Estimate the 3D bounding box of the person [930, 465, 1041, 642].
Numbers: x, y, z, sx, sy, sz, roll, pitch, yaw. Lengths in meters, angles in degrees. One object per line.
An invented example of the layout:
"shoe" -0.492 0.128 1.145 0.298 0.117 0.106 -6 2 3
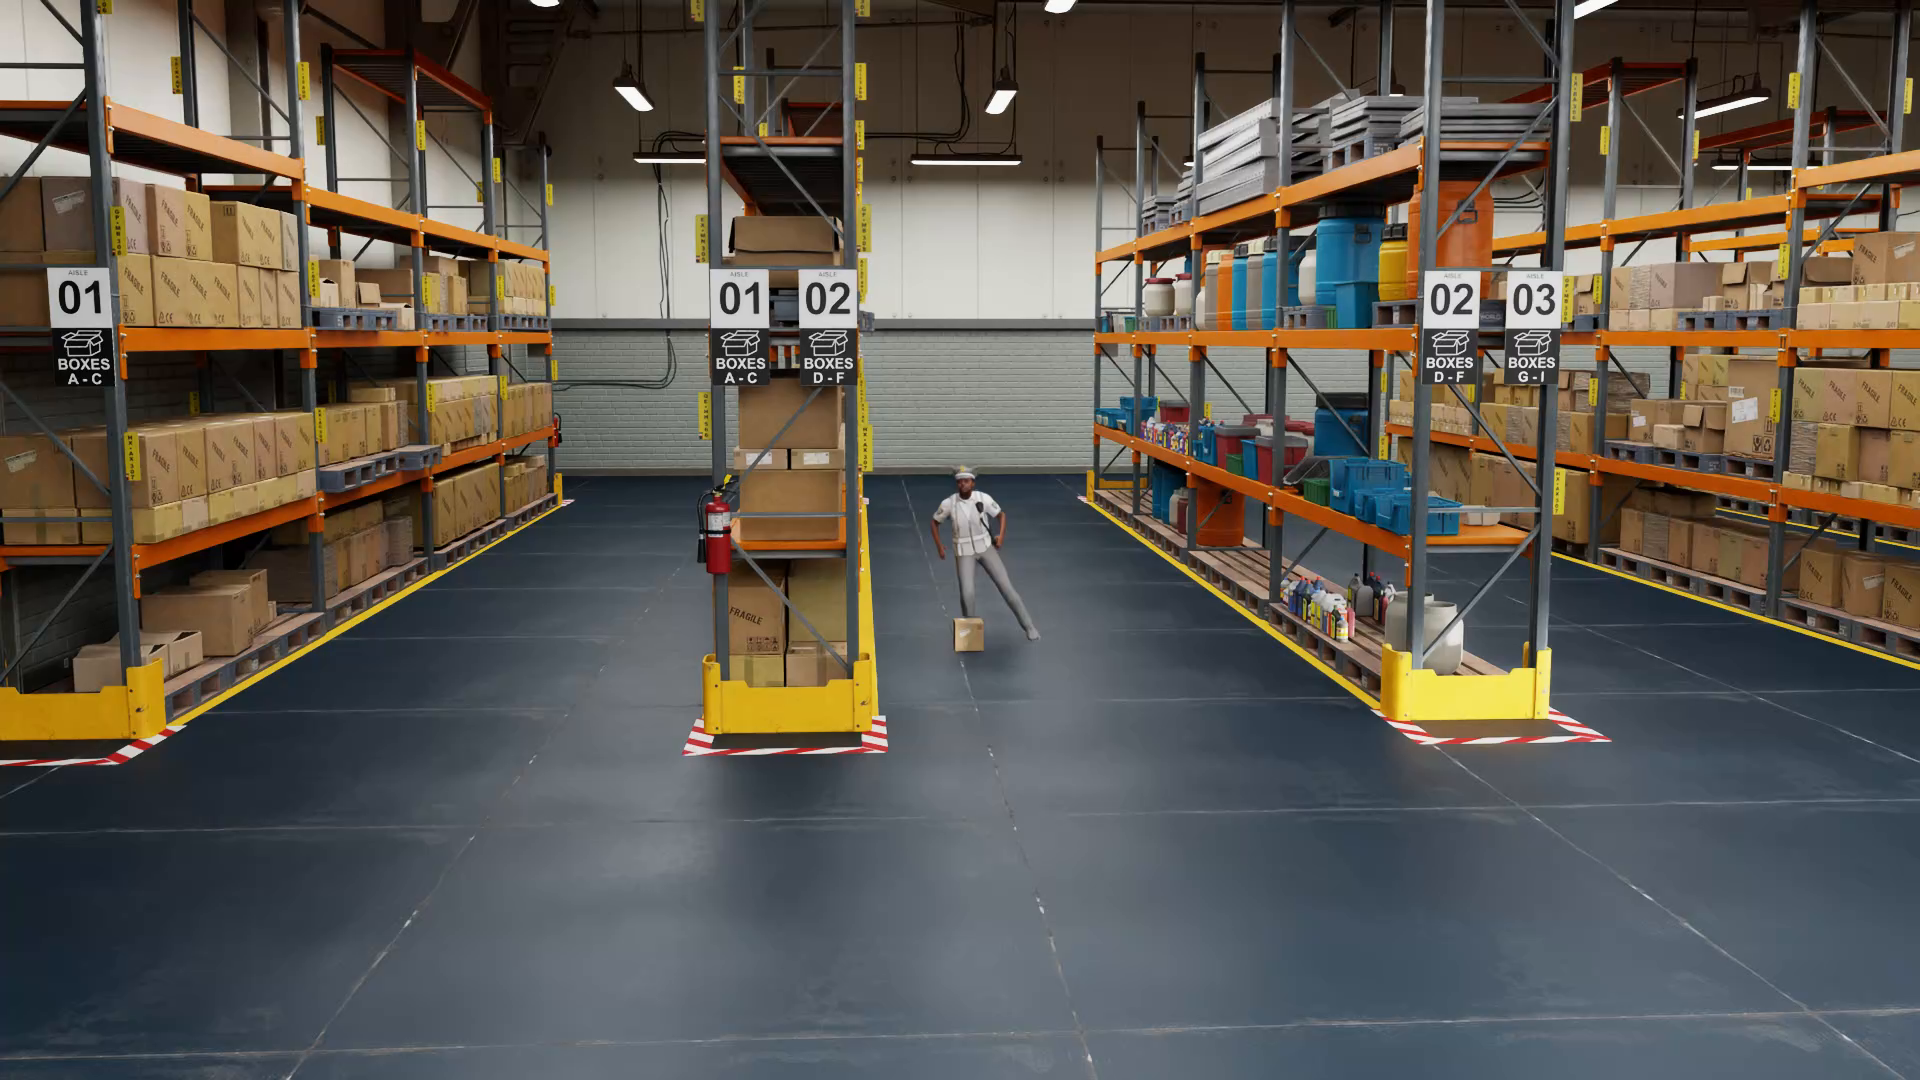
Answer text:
"person" 0.230 0.116 15.169 0.986 1.606 0.529 0 7 -4
